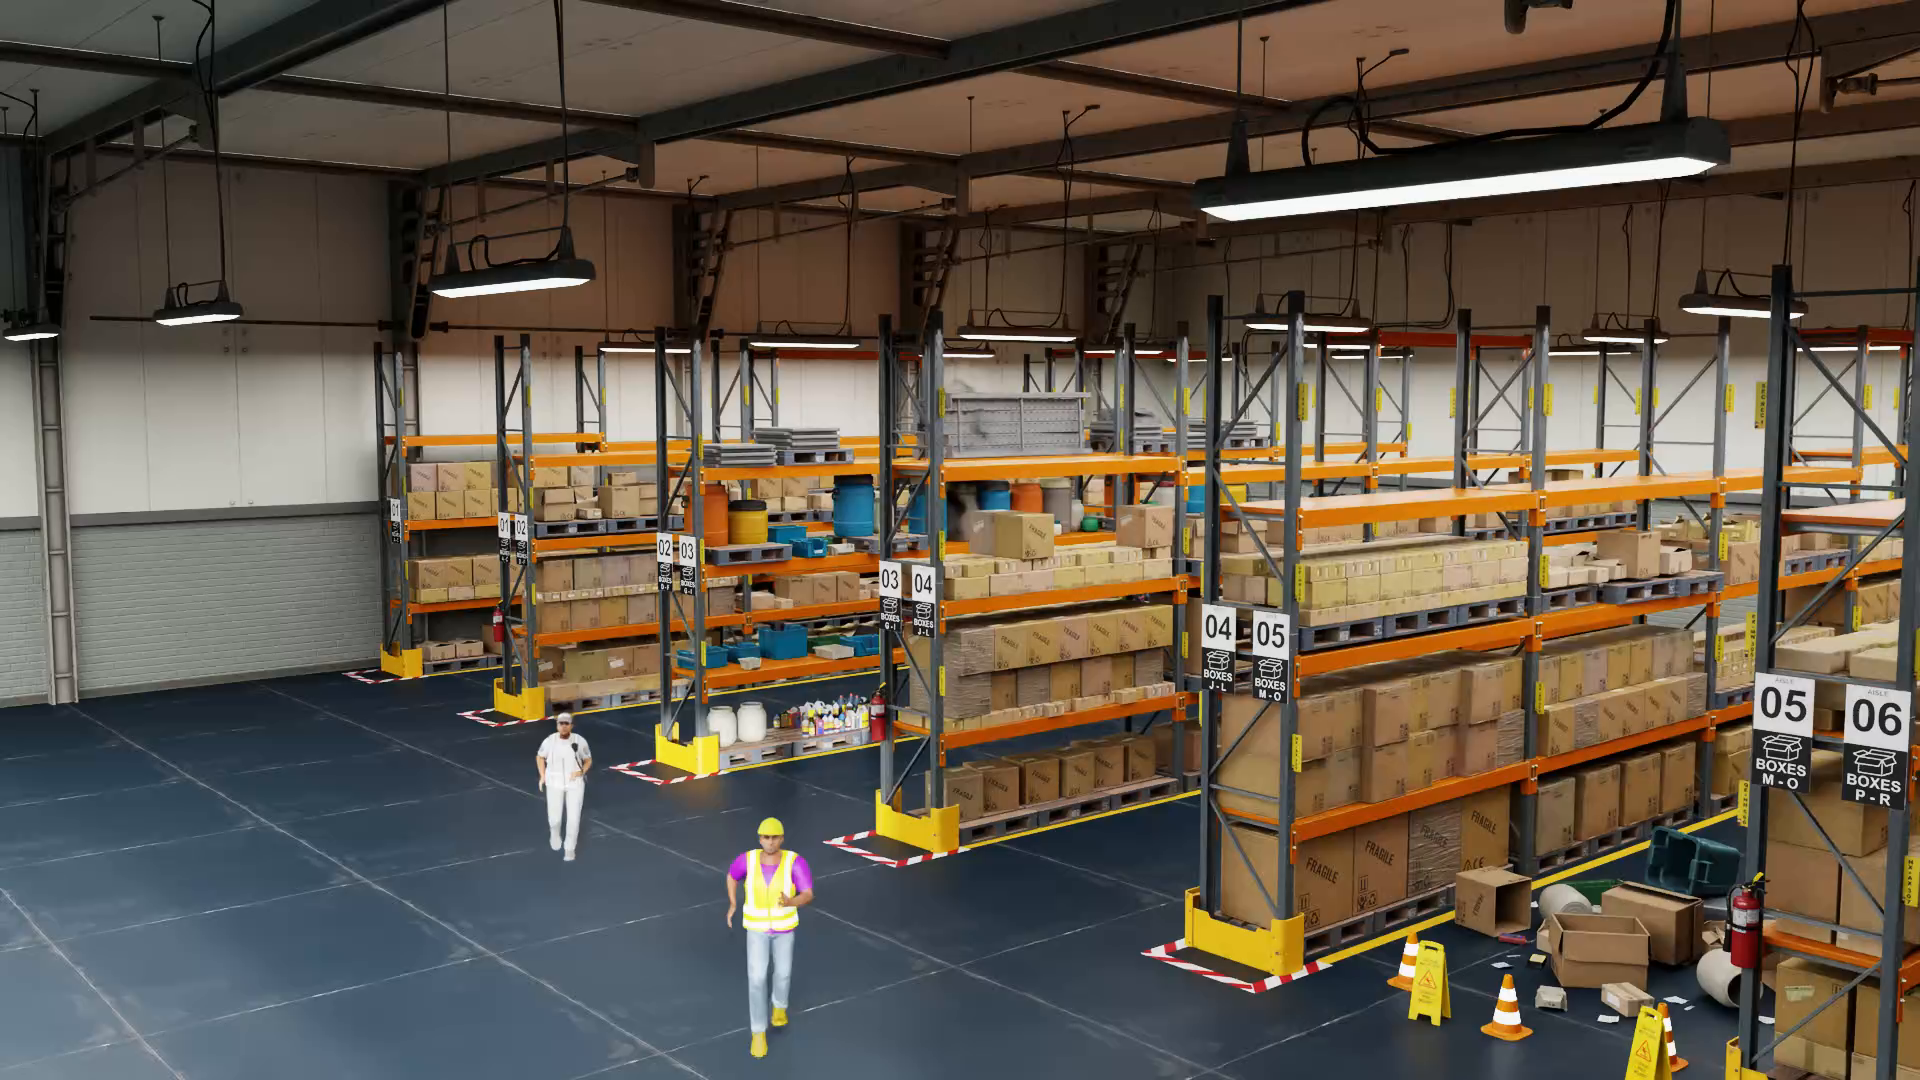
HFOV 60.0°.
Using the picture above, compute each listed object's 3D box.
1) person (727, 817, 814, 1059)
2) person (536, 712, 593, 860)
[{"bbox_3d":[-1.496,3.091,13.128,0.675,1.829,0.780,-1,5,-8],"label":"person"},{"bbox_3d":[-4.330,2.705,18.214,0.607,1.627,0.538,-1,5,-12],"label":"person"}]
